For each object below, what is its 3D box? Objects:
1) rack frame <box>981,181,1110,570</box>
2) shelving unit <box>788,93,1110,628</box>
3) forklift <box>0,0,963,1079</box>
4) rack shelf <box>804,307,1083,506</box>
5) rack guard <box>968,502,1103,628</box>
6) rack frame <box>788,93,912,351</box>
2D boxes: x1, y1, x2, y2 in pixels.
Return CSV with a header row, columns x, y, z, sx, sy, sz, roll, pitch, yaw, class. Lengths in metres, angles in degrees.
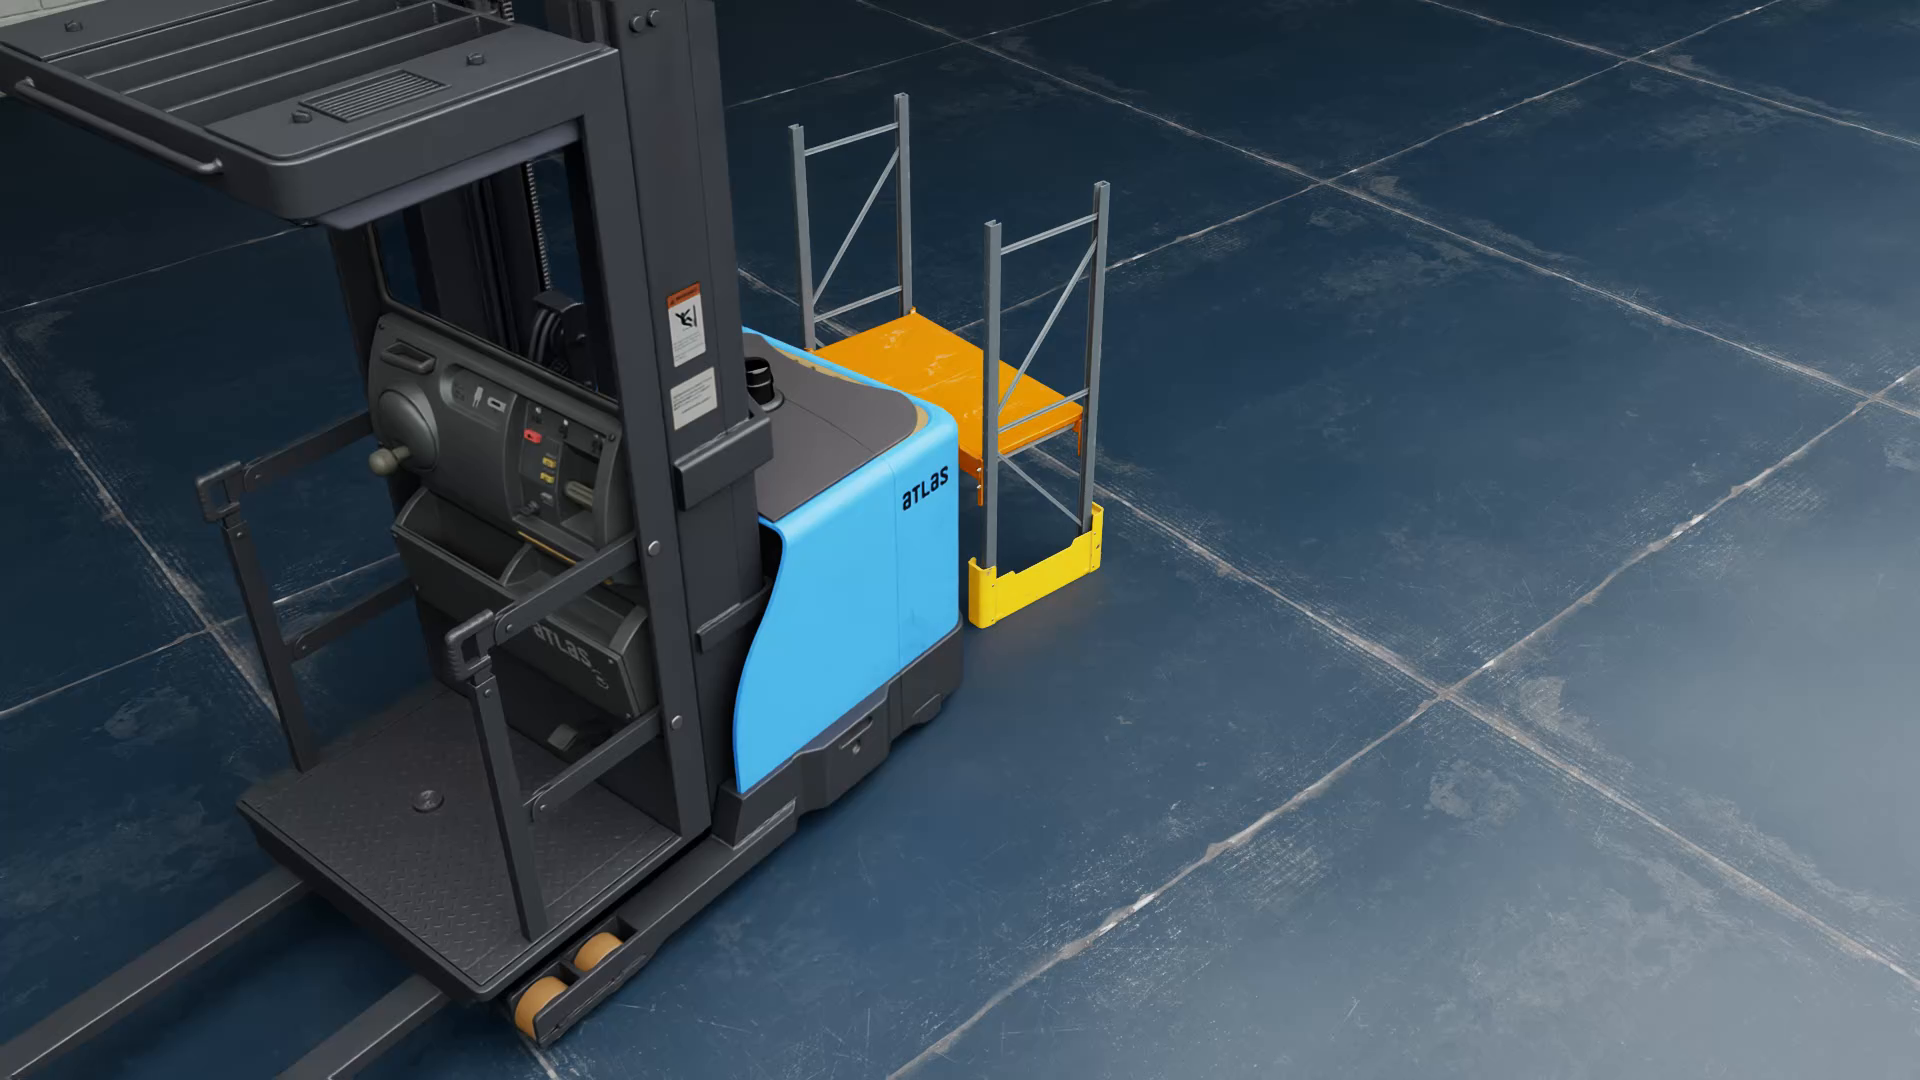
x,y,z,sx,sy,sz,roll,pitch,yaw,class
0.273,-0.425,5.553,0.500,1.500,0.032,-26,43,-32,rack frame
-0.049,-0.646,5.864,0.587,1.500,1.083,-26,43,-32,shelving unit
-1.299,-0.202,3.999,1.130,2.935,3.031,25,42,30,forklift
-0.055,-0.503,5.974,0.538,0.185,1.000,-26,43,-32,rack shelf
0.272,0.084,5.915,0.587,0.250,0.087,-26,43,-32,rack guard
-0.383,-0.874,6.187,0.500,1.500,0.032,-26,43,-32,rack frame
